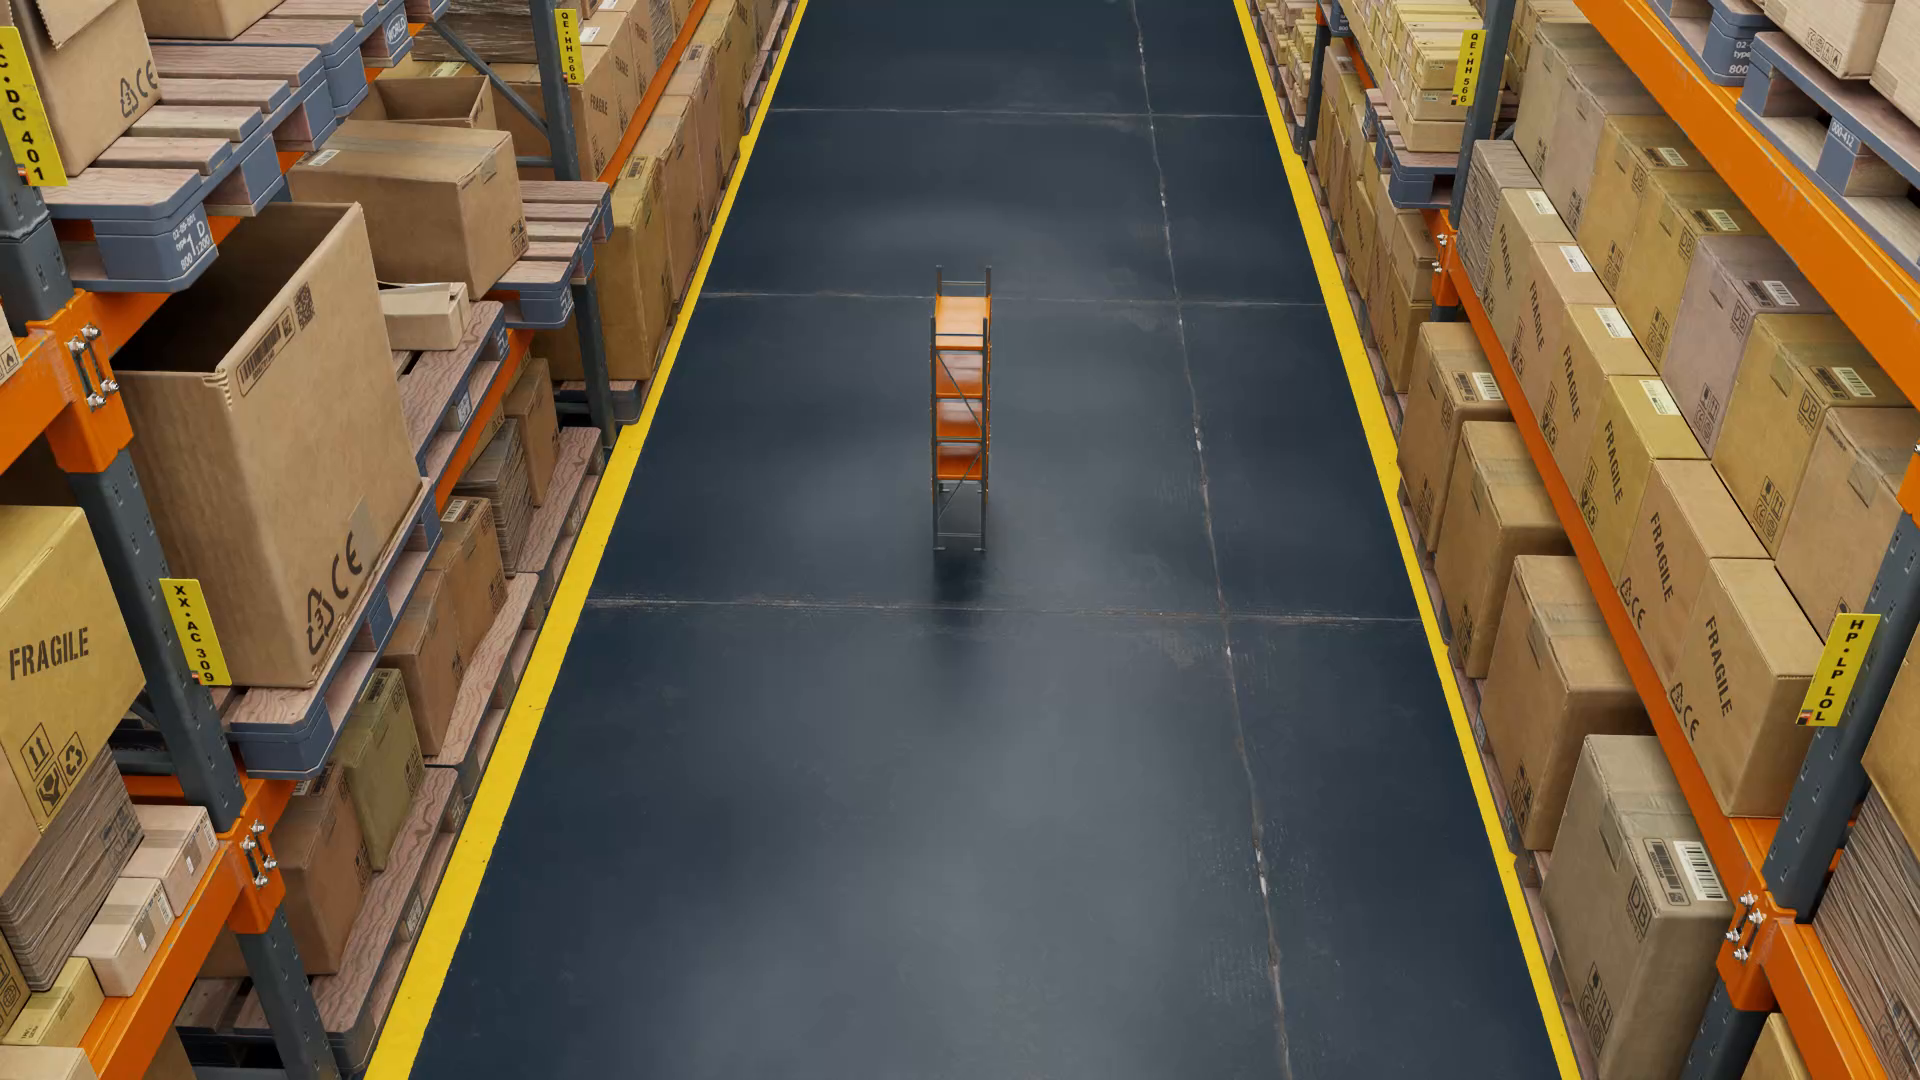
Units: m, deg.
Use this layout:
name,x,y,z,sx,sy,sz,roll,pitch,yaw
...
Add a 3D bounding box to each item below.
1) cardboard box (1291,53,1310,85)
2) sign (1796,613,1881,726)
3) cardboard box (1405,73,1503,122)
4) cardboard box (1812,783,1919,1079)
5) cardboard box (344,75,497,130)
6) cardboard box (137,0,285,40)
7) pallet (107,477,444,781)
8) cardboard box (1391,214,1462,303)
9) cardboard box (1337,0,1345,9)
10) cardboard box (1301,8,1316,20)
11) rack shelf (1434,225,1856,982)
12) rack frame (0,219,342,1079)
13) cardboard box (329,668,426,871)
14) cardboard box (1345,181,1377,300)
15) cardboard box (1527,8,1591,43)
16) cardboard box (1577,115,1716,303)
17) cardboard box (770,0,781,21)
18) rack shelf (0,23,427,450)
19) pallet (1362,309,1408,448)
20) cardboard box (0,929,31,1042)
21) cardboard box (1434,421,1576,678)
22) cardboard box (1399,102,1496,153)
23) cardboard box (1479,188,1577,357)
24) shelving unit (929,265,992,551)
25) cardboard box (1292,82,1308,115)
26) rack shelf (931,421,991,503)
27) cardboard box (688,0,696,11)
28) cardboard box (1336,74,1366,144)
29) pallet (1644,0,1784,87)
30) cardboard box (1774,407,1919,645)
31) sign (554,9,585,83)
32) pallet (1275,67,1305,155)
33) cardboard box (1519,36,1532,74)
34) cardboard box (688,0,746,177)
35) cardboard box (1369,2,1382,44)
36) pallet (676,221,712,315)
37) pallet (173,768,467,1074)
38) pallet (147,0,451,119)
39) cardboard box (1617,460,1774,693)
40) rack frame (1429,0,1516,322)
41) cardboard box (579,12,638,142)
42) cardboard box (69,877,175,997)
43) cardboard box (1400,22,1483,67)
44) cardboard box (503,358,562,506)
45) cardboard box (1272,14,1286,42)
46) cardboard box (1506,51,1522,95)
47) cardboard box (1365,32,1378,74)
name,x,y,z,sx,sy,sz,roll,pitch,yaw
cardboard box,2.554,-3.321,11.722,0.380,0.149,0.250,0,35,0
sign,1.997,0.298,3.779,0.100,0.325,0.005,1,35,2
cardboard box,2.265,-2.037,7.634,0.380,0.149,0.250,2,35,3
cardboard box,2.537,0.897,3.734,0.875,0.550,0.550,1,35,2
cardboard box,-2.233,-1.626,7.002,0.500,0.500,0.500,-3,35,-4
cardboard box,-2.258,-1.677,4.463,0.797,0.503,0.637,3,35,4
pallet,-2.236,0.217,5.000,1.003,0.211,1.213,1,35,2
cardboard box,2.466,-1.407,8.299,0.500,0.250,0.500,1,35,1
cardboard box,2.345,-3.110,9.419,0.380,0.149,0.250,0,35,0
cardboard box,2.677,-3.747,12.070,0.380,0.149,0.250,2,35,3
rack shelf,2.620,-0.108,5.921,1.077,0.370,4.000,1,35,2
rack frame,-2.412,0.574,4.325,1.000,3.000,0.127,1,35,2
cardboard box,-2.328,0.791,5.808,0.700,0.500,0.500,1,35,2
cardboard box,2.495,-1.687,9.351,0.500,0.500,0.500,0,35,0
cardboard box,2.935,-2.420,7.921,0.380,0.149,0.250,1,35,2
cardboard box,2.635,-1.159,5.833,0.700,0.500,0.500,1,35,1
cardboard box,-1.913,-4.731,13.355,0.875,0.875,0.875,1,35,2
rack shelf,-2.332,-1.508,5.304,1.077,0.370,4.000,1,35,2
pallet,2.733,-0.860,8.790,1.003,0.211,1.213,1,35,2
cardboard box,-2.547,0.955,3.437,0.875,0.500,0.500,1,35,2
cardboard box,2.554,0.047,6.666,1.050,0.750,0.750,2,35,3
cardboard box,2.261,-1.915,7.719,0.380,0.149,0.250,2,35,3
cardboard box,2.395,-1.049,6.546,0.500,0.500,0.500,1,35,1
shelving unit,0.007,-0.586,7.540,0.258,1.200,0.503,1,35,2
cardboard box,2.536,-3.088,11.650,0.380,0.149,0.250,2,35,2
rack shelf,0.007,-0.368,7.693,0.258,0.148,0.480,1,35,2
cardboard box,-1.864,-3.504,10.040,0.500,0.500,0.500,2,35,3
cardboard box,2.548,-2.581,9.971,0.500,0.250,0.500,2,35,3
pallet,2.685,-1.688,5.099,1.003,0.211,1.213,3,35,4
cardboard box,2.554,0.011,4.169,0.700,0.500,0.500,1,35,1
sign,-1.709,-2.158,7.274,0.100,0.325,0.005,1,35,2
pallet,2.853,-3.096,11.971,1.003,0.211,1.213,1,35,2
cardboard box,2.937,-2.325,8.044,0.380,0.149,0.250,0,35,0
cardboard box,-2.097,-2.957,10.831,1.225,0.875,0.875,1,35,2
cardboard box,2.305,-2.628,8.475,0.380,0.149,0.250,1,35,2
pallet,-2.093,-1.734,10.033,1.003,0.211,1.213,1,35,2
pallet,-2.383,1.267,5.763,1.003,0.211,1.213,1,35,2
pallet,-2.243,-1.525,4.865,1.213,0.211,1.003,1,35,2
cardboard box,2.314,0.109,4.899,0.500,0.500,0.500,1,35,1
rack frame,2.700,-1.552,7.349,1.000,3.000,0.127,1,35,2
cardboard box,-1.942,-2.334,8.376,0.500,0.500,0.500,0,35,1
cardboard box,-2.147,0.950,4.007,0.380,0.149,0.250,1,35,2
cardboard box,2.274,-2.300,7.750,0.380,0.149,0.250,1,35,1
cardboard box,-2.259,-0.496,7.639,0.700,0.500,0.500,0,35,-1
cardboard box,2.632,-3.971,12.905,0.380,0.149,0.250,1,35,2
cardboard box,2.950,-2.337,8.320,0.380,0.149,0.250,3,35,4
cardboard box,2.305,-2.503,8.556,0.380,0.149,0.250,0,35,0
